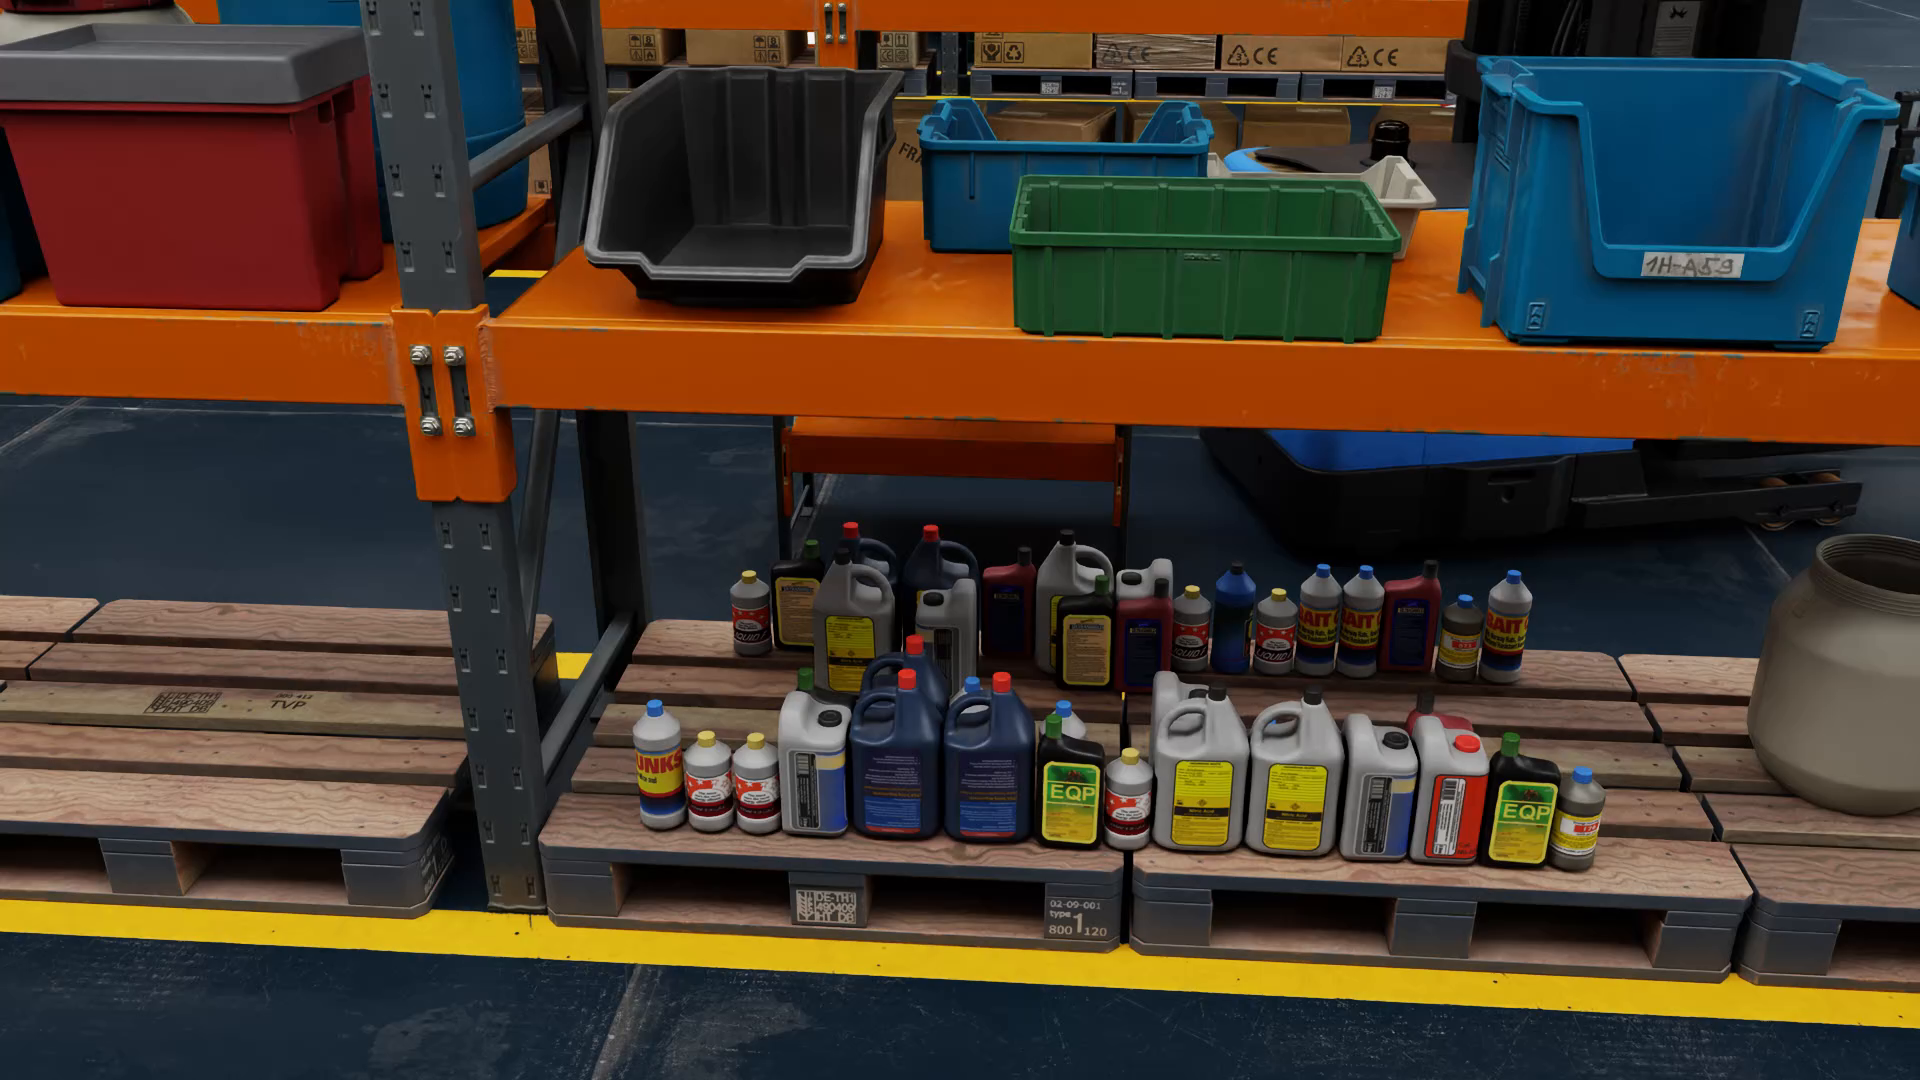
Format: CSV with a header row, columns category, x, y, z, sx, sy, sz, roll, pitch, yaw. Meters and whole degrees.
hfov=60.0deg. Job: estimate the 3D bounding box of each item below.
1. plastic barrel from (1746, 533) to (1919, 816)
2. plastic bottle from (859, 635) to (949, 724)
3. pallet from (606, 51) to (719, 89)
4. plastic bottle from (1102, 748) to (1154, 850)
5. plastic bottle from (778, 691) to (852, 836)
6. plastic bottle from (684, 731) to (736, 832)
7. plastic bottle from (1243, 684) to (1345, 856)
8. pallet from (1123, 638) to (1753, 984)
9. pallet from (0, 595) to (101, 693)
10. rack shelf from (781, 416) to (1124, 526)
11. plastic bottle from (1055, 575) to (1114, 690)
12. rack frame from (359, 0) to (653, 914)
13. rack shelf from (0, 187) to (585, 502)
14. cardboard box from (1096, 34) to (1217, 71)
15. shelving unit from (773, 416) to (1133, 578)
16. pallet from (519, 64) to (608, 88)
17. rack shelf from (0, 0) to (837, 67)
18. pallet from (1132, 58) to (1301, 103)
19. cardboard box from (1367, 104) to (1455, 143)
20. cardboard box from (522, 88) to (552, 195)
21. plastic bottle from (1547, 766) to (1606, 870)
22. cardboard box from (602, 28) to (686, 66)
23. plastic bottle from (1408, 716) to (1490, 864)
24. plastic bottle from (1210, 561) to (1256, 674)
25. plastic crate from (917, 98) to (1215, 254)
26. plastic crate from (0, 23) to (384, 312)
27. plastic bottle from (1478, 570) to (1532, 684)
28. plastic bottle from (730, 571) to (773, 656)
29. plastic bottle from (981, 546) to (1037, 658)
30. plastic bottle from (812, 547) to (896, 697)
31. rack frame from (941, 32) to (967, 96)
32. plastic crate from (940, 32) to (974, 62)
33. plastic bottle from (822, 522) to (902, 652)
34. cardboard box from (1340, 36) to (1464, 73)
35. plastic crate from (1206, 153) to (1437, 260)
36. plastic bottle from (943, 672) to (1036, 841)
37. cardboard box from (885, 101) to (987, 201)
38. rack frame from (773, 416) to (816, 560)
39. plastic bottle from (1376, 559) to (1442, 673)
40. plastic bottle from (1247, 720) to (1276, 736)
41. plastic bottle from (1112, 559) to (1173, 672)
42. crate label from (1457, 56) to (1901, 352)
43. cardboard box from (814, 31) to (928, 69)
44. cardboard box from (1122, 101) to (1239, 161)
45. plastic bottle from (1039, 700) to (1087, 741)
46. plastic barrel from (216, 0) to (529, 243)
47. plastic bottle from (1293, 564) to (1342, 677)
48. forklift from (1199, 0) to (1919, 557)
category,x,y,z,sx,sy,sz,roll,pitch,yaw
plastic barrel,1.925,0.283,3.521,0.421,0.512,0.421,0,25,0
plastic bottle,-0.117,0.363,3.516,0.185,0.351,0.144,2,25,4
pallet,-2.037,-3.672,12.978,1.213,0.211,1.003,2,25,4
plastic bottle,0.340,0.515,3.363,0.097,0.201,0.097,0,25,0
plastic bottle,-0.293,0.450,3.416,0.135,0.276,0.152,3,25,6
plastic bottle,-0.516,0.488,3.423,0.097,0.201,0.097,0,25,0
plastic bottle,0.669,0.448,3.330,0.185,0.351,0.144,3,25,6
pallet,0.985,0.564,3.772,1.213,0.211,1.003,2,25,4
pallet,-2.907,0.440,4.041,1.213,0.211,1.003,2,25,4
rack shelf,-0.007,-0.289,5.118,1.000,0.278,0.538,2,25,4
plastic bottle,0.294,0.215,3.918,0.133,0.283,0.061,2,25,4
rack frame,-0.901,-0.780,3.356,0.127,3.000,1.000,2,25,4
rack shelf,-2.896,-0.517,3.645,4.000,0.370,1.077,2,25,4
cardboard box,1.479,-4.057,12.518,0.875,0.875,0.875,2,25,4
shelving unit,-0.007,-0.511,5.015,1.048,1.125,0.538,2,25,4
pallet,-3.250,-3.713,13.066,1.213,0.211,1.003,2,25,4
rack shelf,-2.516,-2.581,8.132,4.000,0.370,1.077,2,25,4
pallet,1.930,-3.546,12.704,1.213,0.211,1.003,2,25,4
cardboard box,2.246,-1.803,8.068,0.500,0.500,0.500,8,26,18
cardboard box,-2.165,-1.978,8.424,0.500,0.500,0.700,0,25,-1
plastic bottle,1.222,0.544,3.301,0.097,0.201,0.097,0,25,0
cardboard box,-2.558,-4.121,12.807,0.750,0.750,1.050,2,25,5
plastic bottle,0.973,0.490,3.328,0.135,0.276,0.152,2,25,4
plastic bottle,0.659,0.179,4.009,0.097,0.271,0.097,0,25,0
plastic crate,0.223,-0.790,3.556,0.616,0.251,0.499,2,25,4
plastic crate,-1.408,-0.697,3.099,0.583,0.464,0.402,2,25,4
plastic bottle,1.303,0.200,3.964,0.097,0.271,0.097,0,25,0
plastic bottle,-0.516,0.173,4.106,0.097,0.201,0.097,0,25,0
plastic bottle,0.120,0.149,4.061,0.133,0.283,0.061,3,25,8
plastic bottle,-0.248,0.184,3.903,0.185,0.351,0.144,2,25,4
rack frame,-0.042,-4.908,12.328,0.127,3.000,1.000,2,25,4
plastic crate,0.232,-4.197,14.078,0.662,0.188,0.450,16,39,31
plastic bottle,-0.237,0.124,4.034,0.185,0.351,0.144,1,25,3
cardboard box,3.265,-4.000,12.393,0.875,0.875,0.875,2,25,4
plastic crate,0.737,-0.713,3.527,0.437,0.136,0.530,2,25,4
plastic bottle,0.060,0.429,3.372,0.185,0.351,0.144,1,25,2
cardboard box,-0.126,-1.870,8.213,0.500,0.500,0.500,1,25,2
rack frame,-0.514,-0.527,5.051,0.032,1.125,0.500,2,25,4
plastic bottle,1.079,0.180,3.994,0.133,0.283,0.061,2,25,5
plastic bottle,0.635,0.464,3.474,0.097,0.201,0.097,0,25,0
plastic bottle,0.438,0.182,3.999,0.135,0.276,0.152,2,25,5
crate label,1.231,-0.614,2.953,0.616,0.435,0.502,2,25,4
cardboard box,-0.668,-4.059,12.672,0.750,0.750,1.050,2,25,4
cardboard box,1.070,-1.867,8.208,0.500,0.500,0.500,0,25,-1
plastic bottle,0.209,0.454,3.413,0.097,0.271,0.097,0,25,0
plastic barrel,-1.263,-1.146,3.552,0.708,0.901,0.600,2,25,4
plastic bottle,0.861,0.186,3.995,0.097,0.271,0.097,0,25,0
forklift,2.413,-1.573,5.161,3.031,2.935,1.130,-5,25,-10
